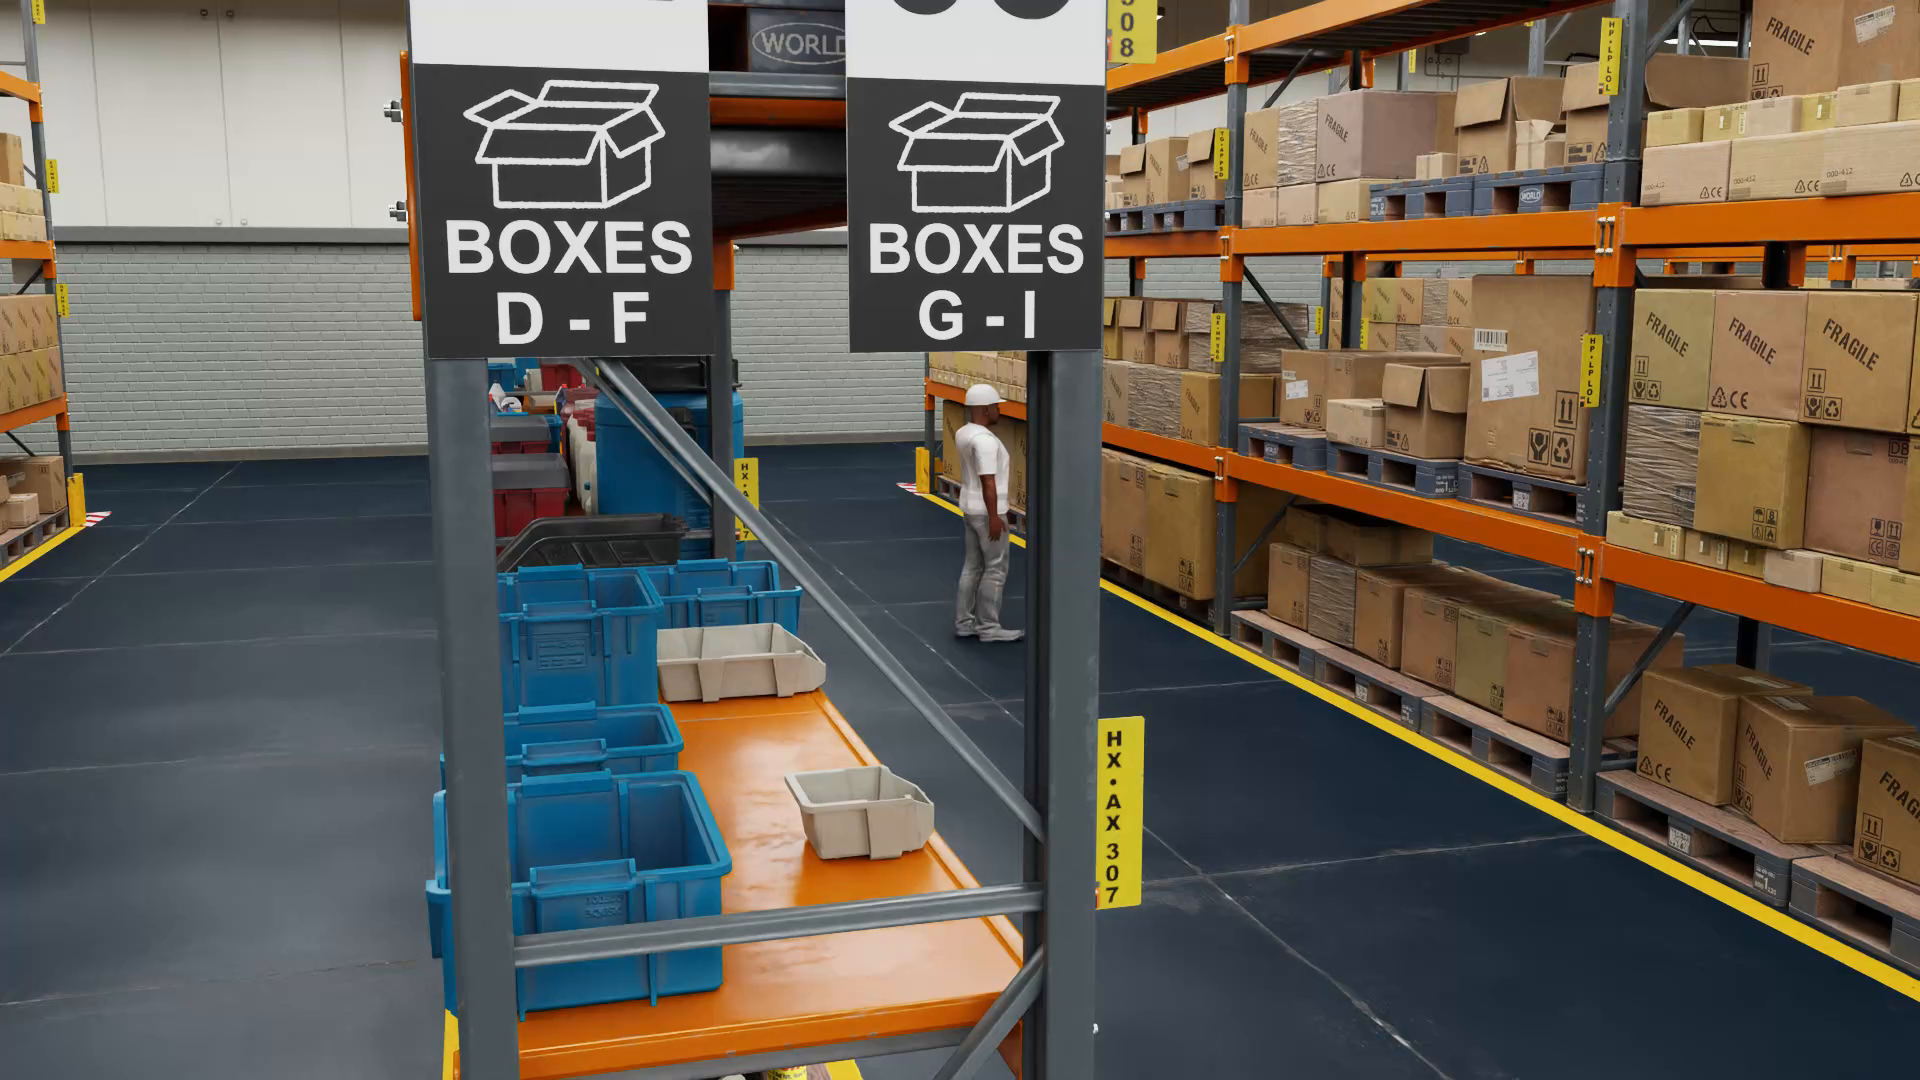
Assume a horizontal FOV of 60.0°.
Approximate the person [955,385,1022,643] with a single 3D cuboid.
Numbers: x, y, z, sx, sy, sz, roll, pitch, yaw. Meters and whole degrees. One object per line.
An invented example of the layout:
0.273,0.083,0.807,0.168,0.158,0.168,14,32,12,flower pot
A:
0.190,-0.185,11.474,0.428,1.770,0.562,-2,9,-15,person
